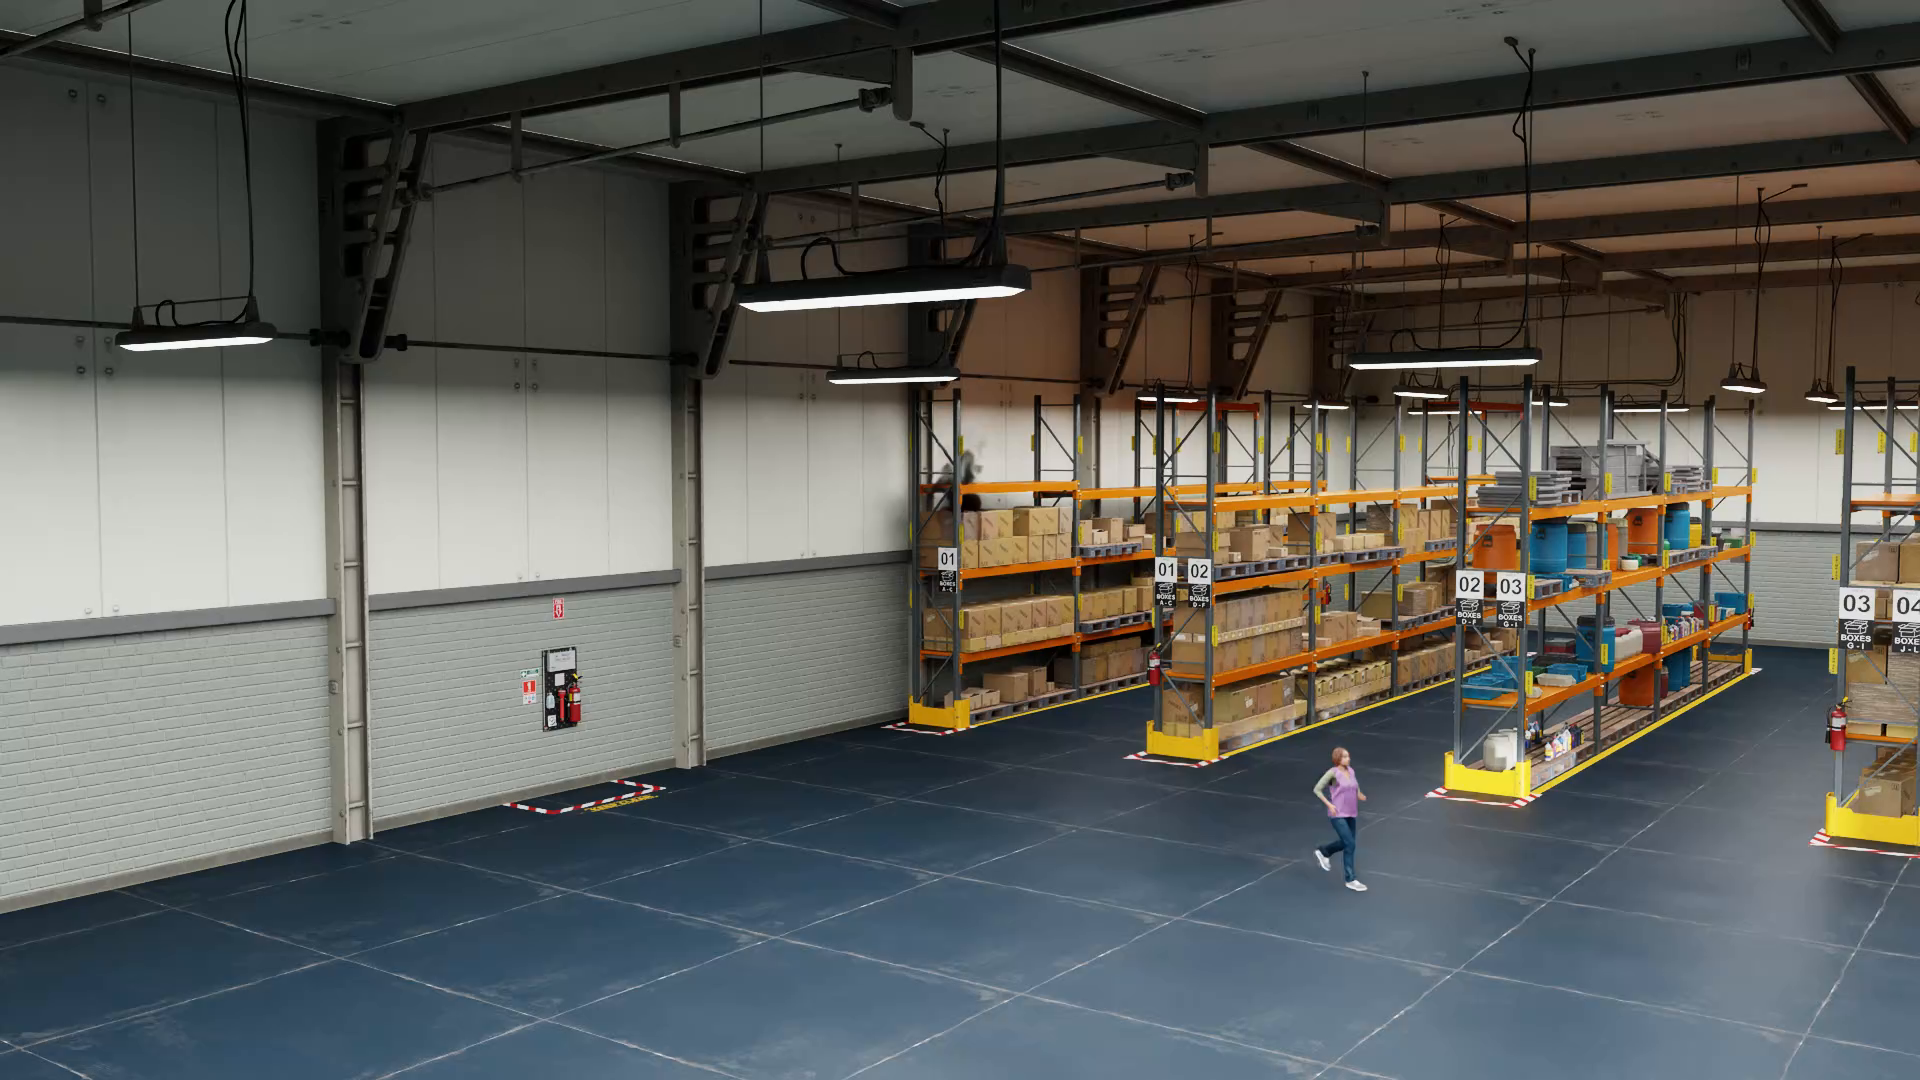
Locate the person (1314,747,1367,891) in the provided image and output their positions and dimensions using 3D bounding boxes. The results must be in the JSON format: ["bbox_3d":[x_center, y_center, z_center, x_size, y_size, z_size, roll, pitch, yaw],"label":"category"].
[{"bbox_3d":[4.314,3.131,18.893,0.547,1.570,0.823,-2,4,-34],"label":"person"}]

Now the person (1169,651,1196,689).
[{"bbox_3d":[4.037,2.500,29.820,0.647,1.603,0.580,2,4,27],"label":"person"}]
